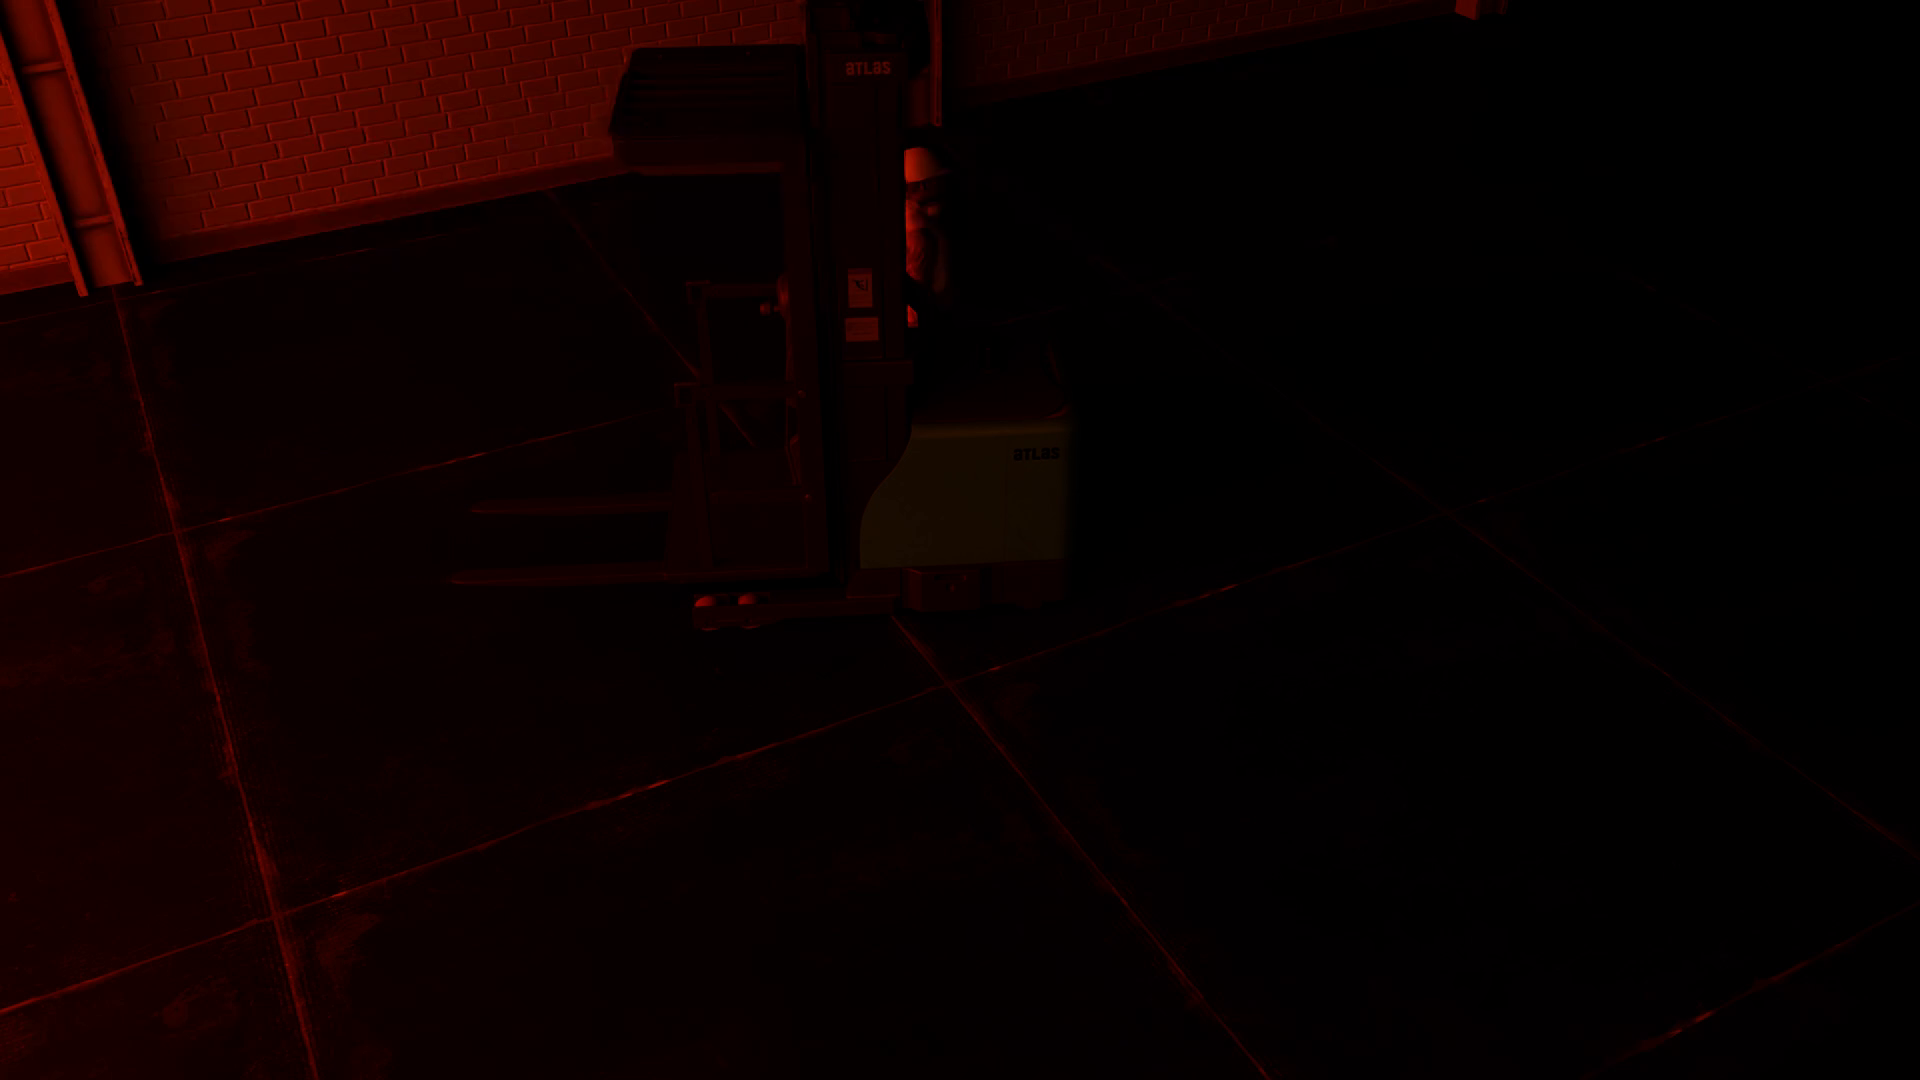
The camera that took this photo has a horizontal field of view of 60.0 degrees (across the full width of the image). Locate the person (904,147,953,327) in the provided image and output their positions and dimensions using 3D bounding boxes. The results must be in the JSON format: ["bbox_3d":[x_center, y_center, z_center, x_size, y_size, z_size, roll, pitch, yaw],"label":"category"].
[{"bbox_3d":[-0.165,-1.262,8.972,0.453,1.727,0.757,-3,35,-5],"label":"person"}]

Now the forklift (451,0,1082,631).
[{"bbox_3d":[-0.968,-1.077,7.646,3.031,2.935,1.130,-3,35,-4],"label":"forklift"}]
